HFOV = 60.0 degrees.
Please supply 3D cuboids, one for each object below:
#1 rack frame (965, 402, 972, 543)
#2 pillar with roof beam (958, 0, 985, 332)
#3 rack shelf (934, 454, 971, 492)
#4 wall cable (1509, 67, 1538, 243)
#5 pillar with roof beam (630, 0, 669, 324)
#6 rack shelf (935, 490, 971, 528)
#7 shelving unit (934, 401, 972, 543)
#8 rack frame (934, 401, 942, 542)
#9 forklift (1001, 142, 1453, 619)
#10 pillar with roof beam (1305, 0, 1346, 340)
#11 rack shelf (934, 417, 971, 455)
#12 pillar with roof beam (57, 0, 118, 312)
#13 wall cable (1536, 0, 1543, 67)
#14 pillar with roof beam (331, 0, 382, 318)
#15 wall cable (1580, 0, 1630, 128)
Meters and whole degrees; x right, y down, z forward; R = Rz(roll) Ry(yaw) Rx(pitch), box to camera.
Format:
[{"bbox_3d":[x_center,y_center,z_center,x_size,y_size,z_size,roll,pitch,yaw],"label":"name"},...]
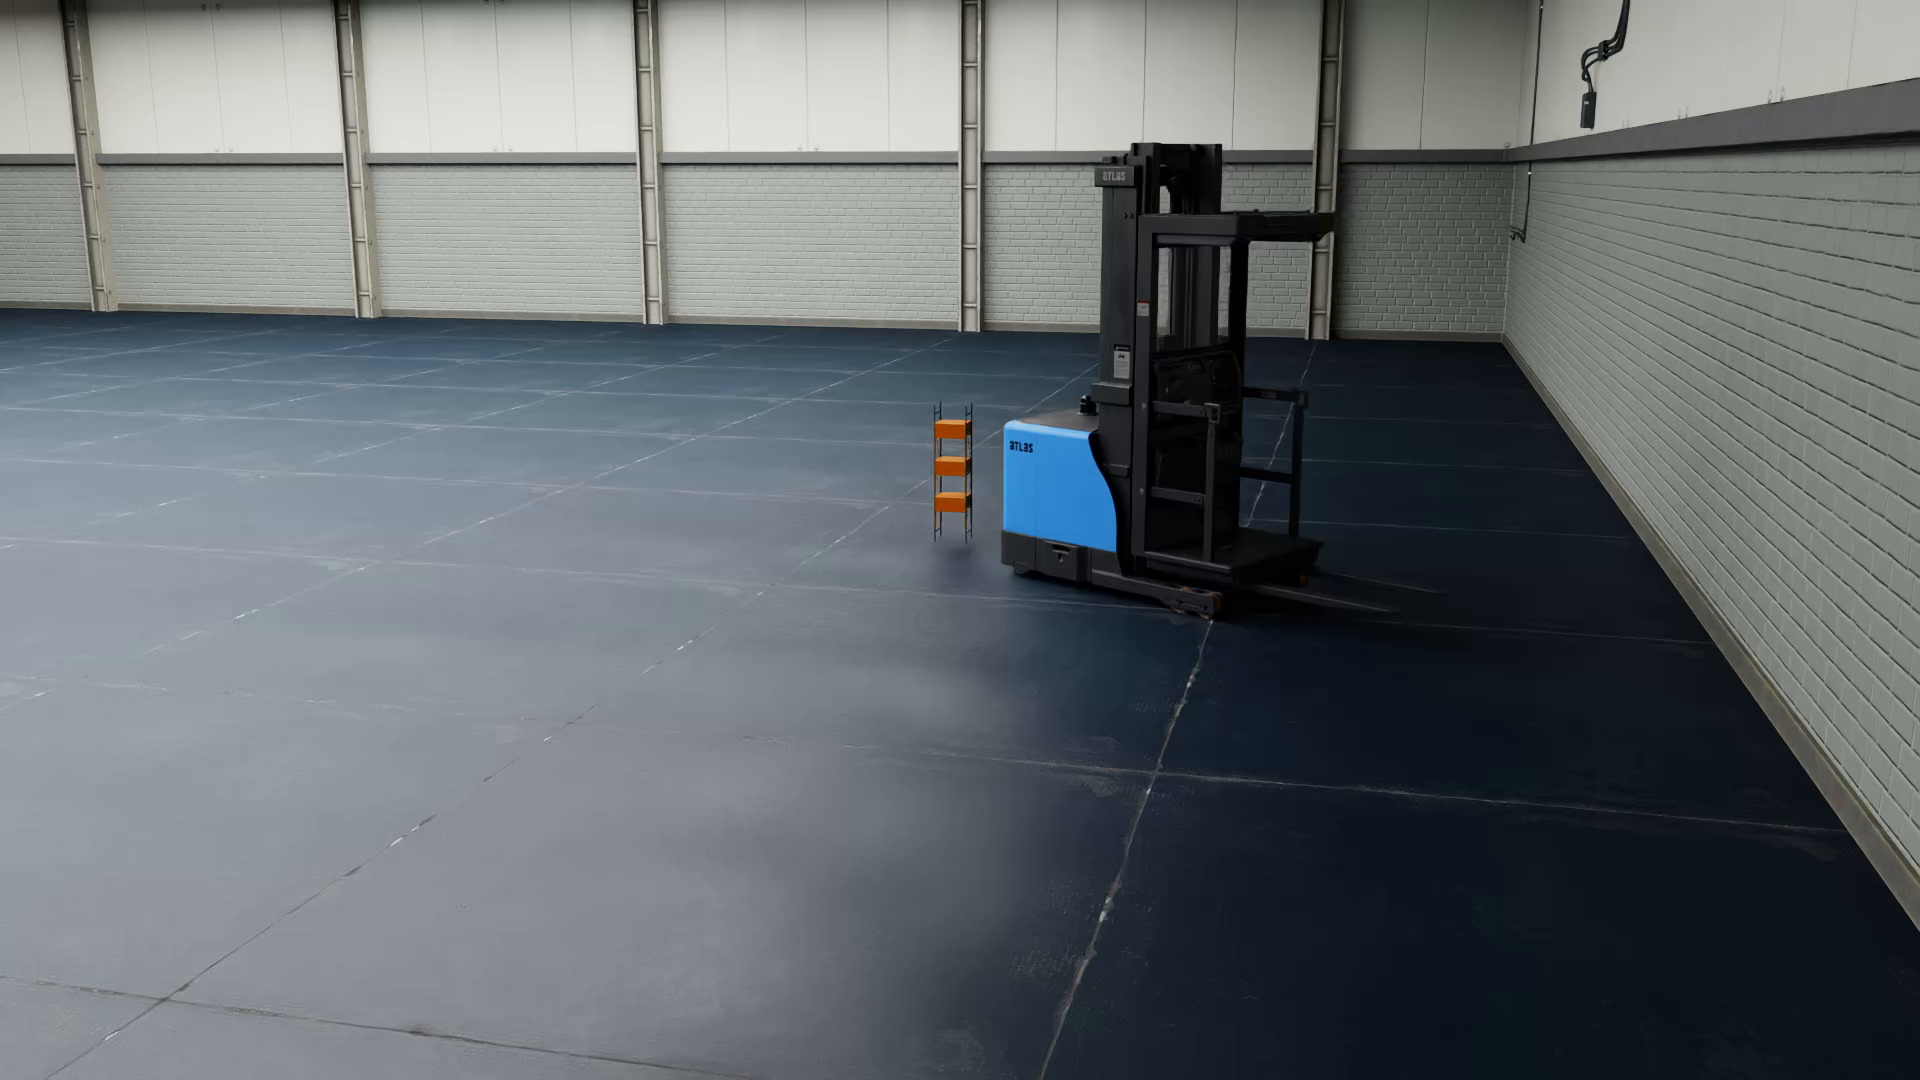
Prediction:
[{"bbox_3d":[0.067,-0.509,12.604,0.008,1.050,0.200,3,13,14],"label":"rack frame"},{"bbox_3d":[-0.833,-7.190,24.363,0.400,9.000,9.100,3,13,14],"label":"pillar with roof beam"},{"bbox_3d":[-0.052,-0.505,12.635,0.240,0.259,0.215,3,13,14],"label":"rack shelf"},{"bbox_3d":[8.567,-5.837,25.434,0.112,2.526,3.097,3,13,14],"label":"wall cable"},{"bbox_3d":[-6.658,-7.501,25.767,0.400,9.000,9.100,3,13,14],"label":"pillar with roof beam"},{"bbox_3d":[-0.052,-0.234,12.695,0.240,0.259,0.215,3,13,14],"label":"rack shelf"},{"bbox_3d":[-0.052,-0.515,12.633,0.252,1.050,0.215,3,13,14],"label":"shelving unit"},{"bbox_3d":[-0.170,-0.522,12.661,0.008,1.050,0.200,3,13,14],"label":"rack frame"},{"bbox_3d":[1.707,-1.061,10.749,3.031,2.935,1.130,11,17,42],"label":"forklift"},{"bbox_3d":[4.993,-6.878,22.960,0.400,9.000,9.100,3,13,14],"label":"pillar with roof beam"},{"bbox_3d":[-0.052,-0.782,12.573,0.240,0.259,0.215,3,13,14],"label":"rack shelf"},{"bbox_3d":[-18.308,-8.124,28.574,0.400,9.000,9.100,3,13,14],"label":"pillar with roof beam"},{"bbox_3d":[7.919,-7.733,22.323,0.112,2.526,3.097,3,13,14],"label":"wall cable"},{"bbox_3d":[-12.483,-7.812,27.170,0.400,9.000,9.100,3,13,14],"label":"pillar with roof beam"},{"bbox_3d":[6.277,-7.017,15.735,0.169,6.003,2.305,3,13,14],"label":"wall cable"}]
